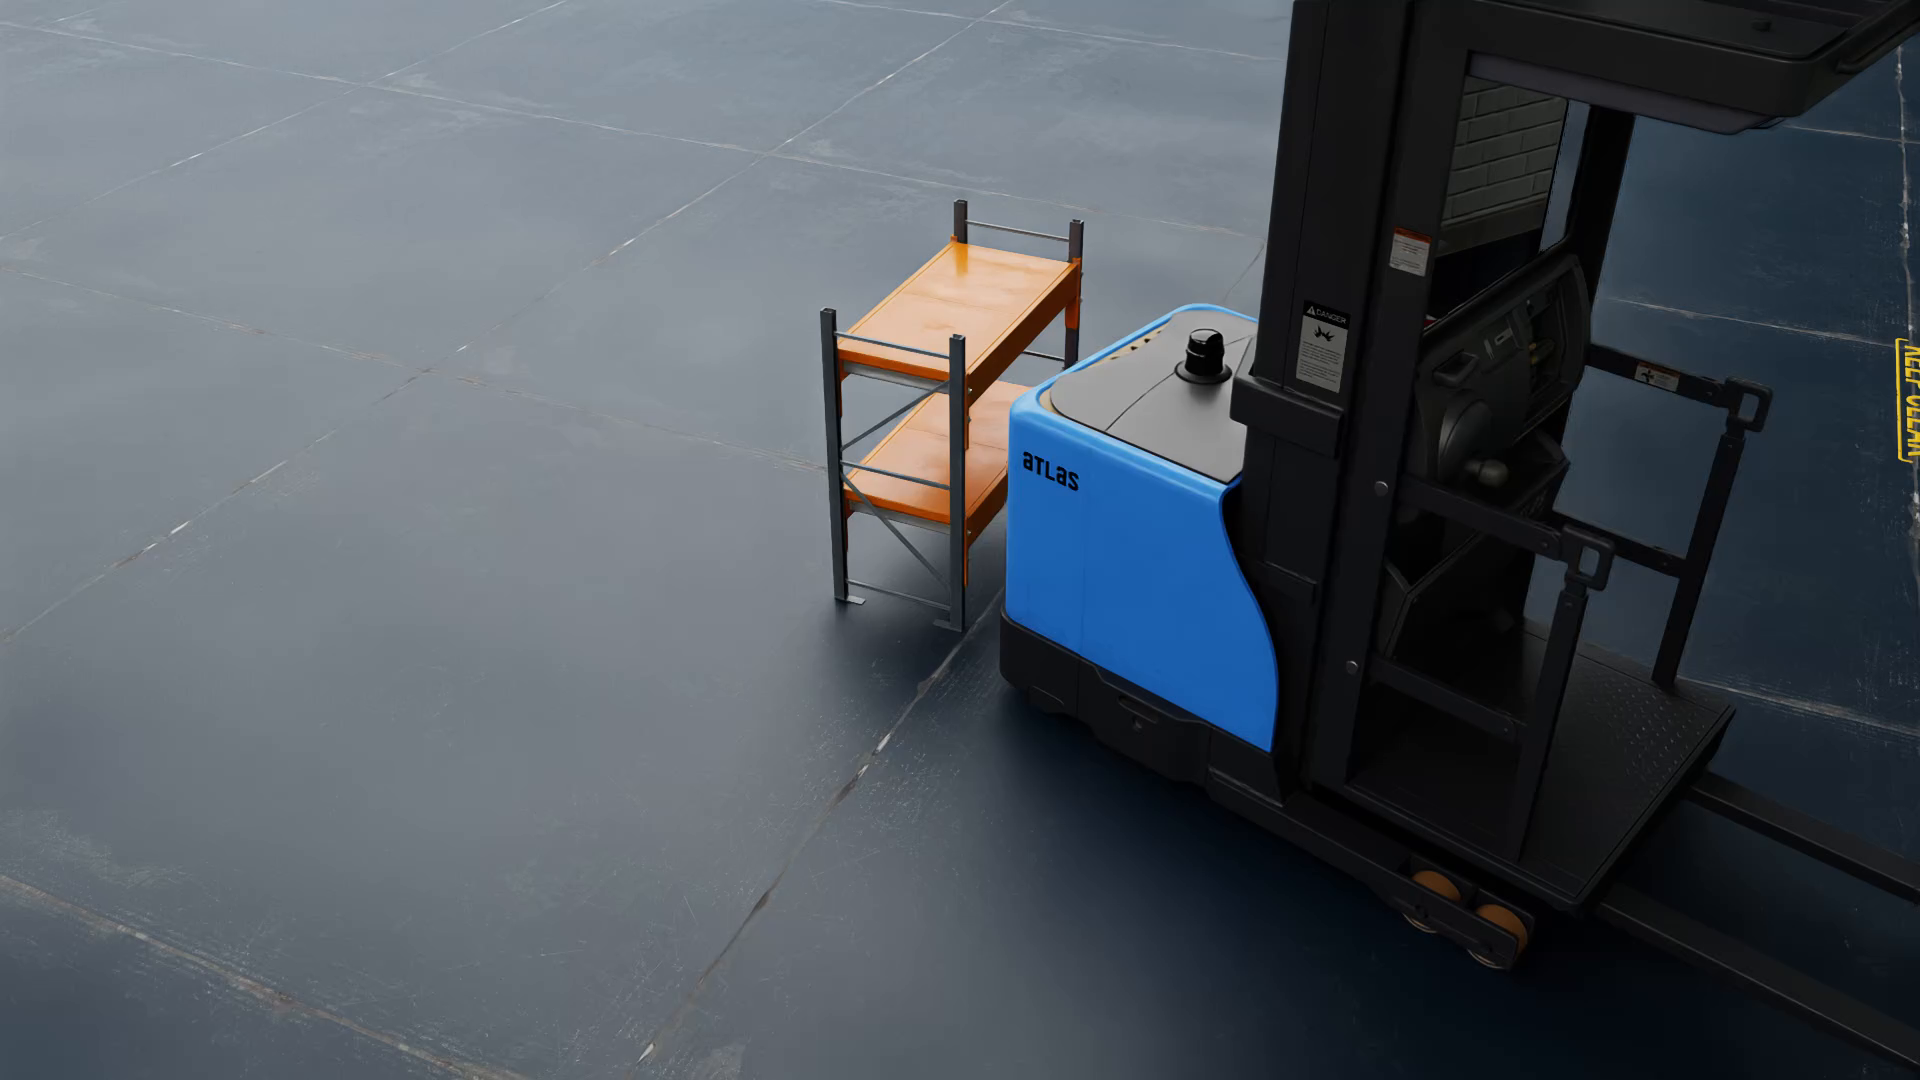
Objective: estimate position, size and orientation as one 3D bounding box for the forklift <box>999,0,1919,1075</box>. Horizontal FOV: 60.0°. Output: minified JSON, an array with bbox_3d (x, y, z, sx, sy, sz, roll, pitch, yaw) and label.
[{"bbox_3d":[1.565,-0.399,4.186,3.031,2.935,1.130,26,41,34],"label":"forklift"}]

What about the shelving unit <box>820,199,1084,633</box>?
[{"bbox_3d":[-0.003,-0.467,5.936,0.538,1.125,1.048,14,36,20],"label":"shelving unit"}]

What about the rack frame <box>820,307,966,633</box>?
[{"bbox_3d":[-0.216,-0.214,5.550,0.500,1.125,0.032,14,36,20],"label":"rack frame"}]

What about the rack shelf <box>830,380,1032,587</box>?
[{"bbox_3d":[-0.003,-0.263,6.070,0.538,0.278,1.000,14,36,20],"label":"rack shelf"}]

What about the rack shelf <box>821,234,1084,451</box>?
[{"bbox_3d":[-0.003,-0.712,5.776,0.538,0.278,1.000,14,36,20],"label":"rack shelf"}]

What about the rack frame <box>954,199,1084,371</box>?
[{"bbox_3d":[0.210,-0.720,6.323,0.500,1.125,0.032,14,36,20],"label":"rack frame"}]
